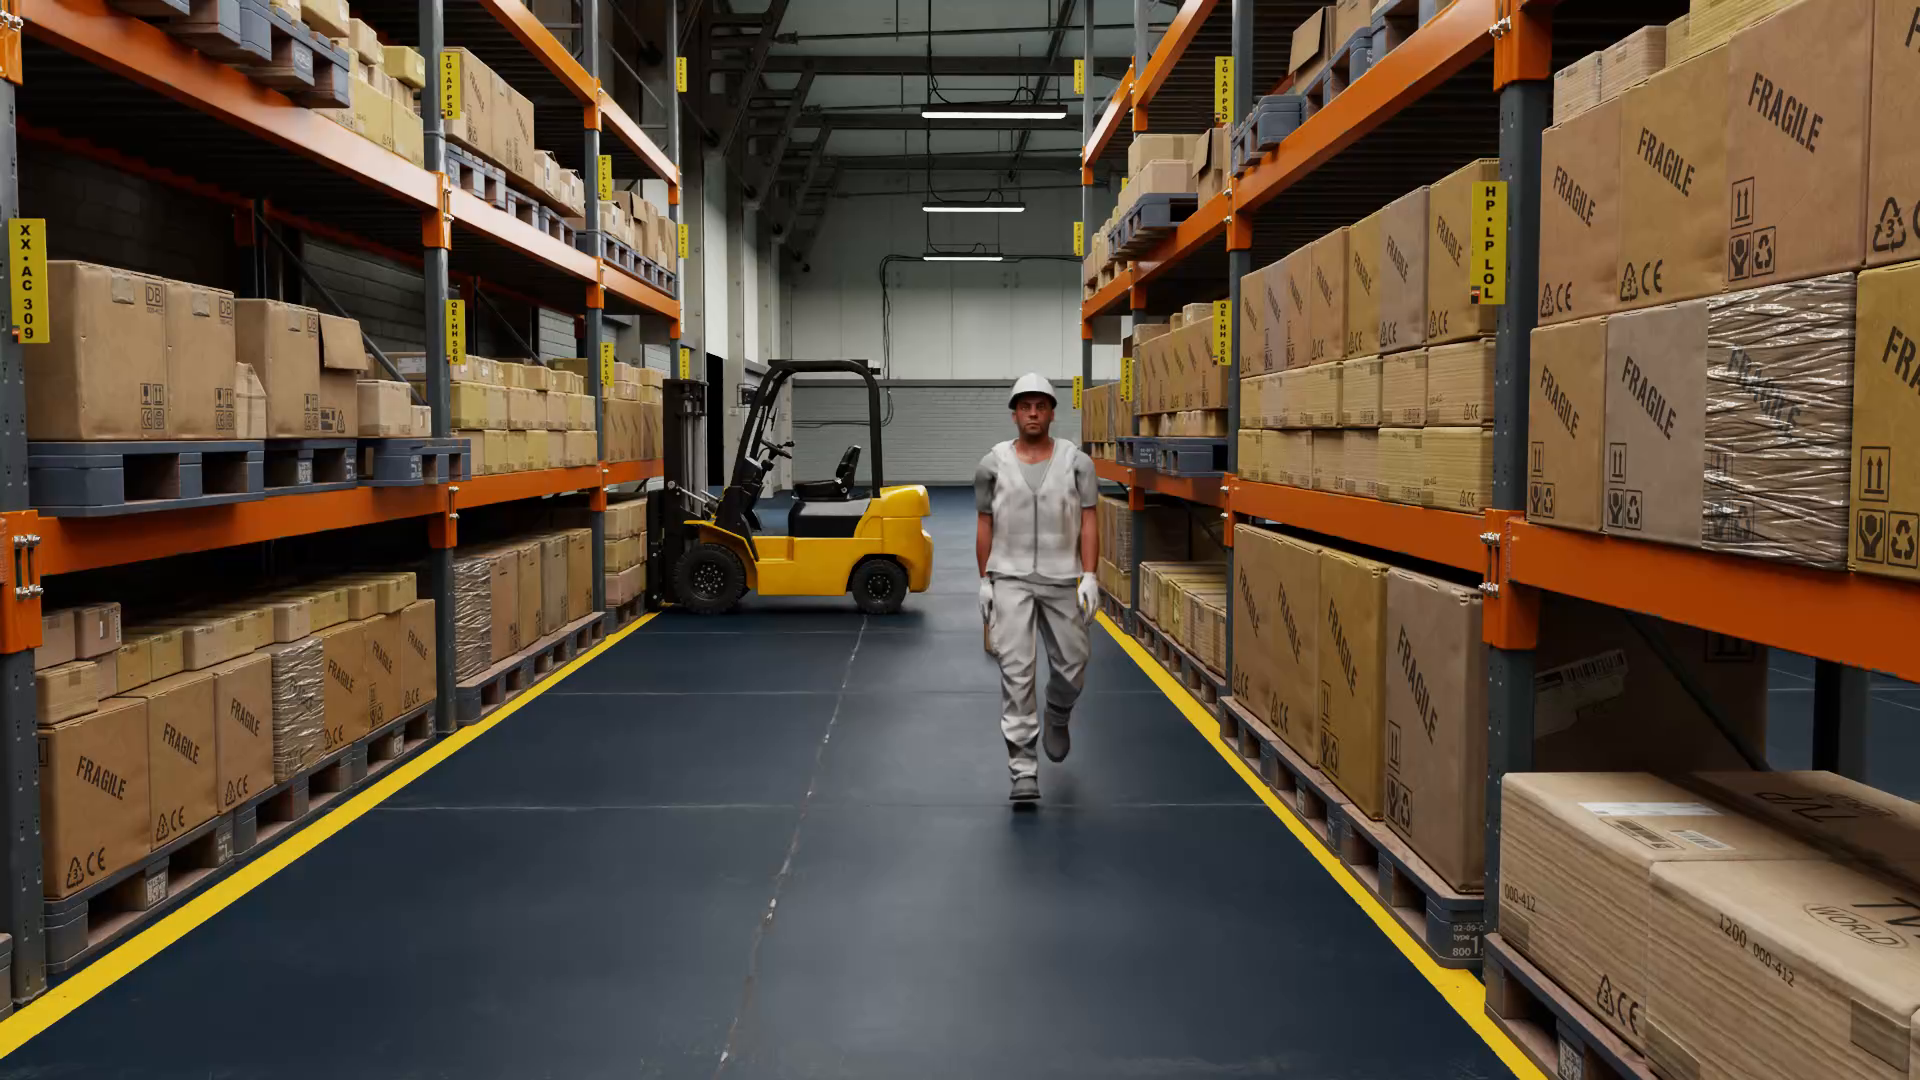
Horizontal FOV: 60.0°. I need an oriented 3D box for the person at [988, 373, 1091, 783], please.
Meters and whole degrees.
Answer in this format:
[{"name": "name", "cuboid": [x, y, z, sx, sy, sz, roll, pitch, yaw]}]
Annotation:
[{"name": "person", "cuboid": [11.442, -0.963, 24.987, 22.467, 1.784, 36.608, 0, 4, 0]}]
